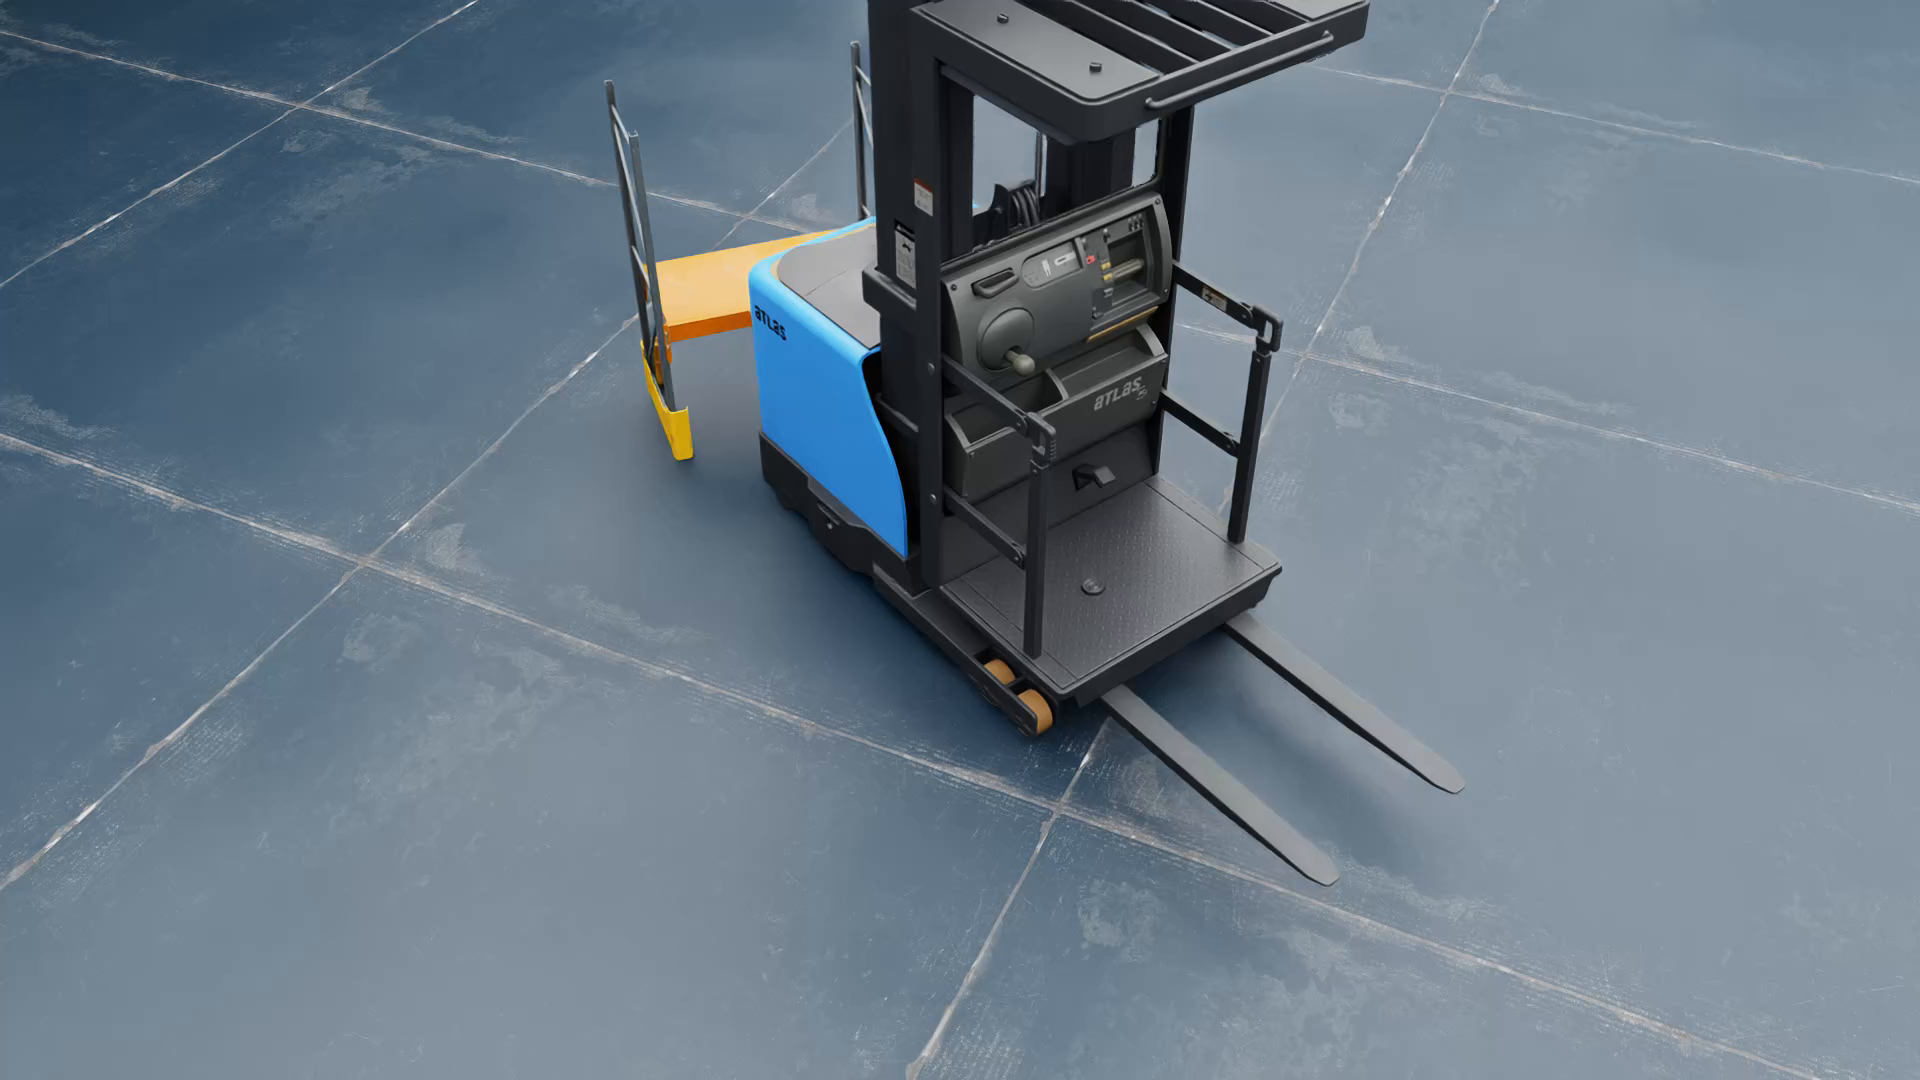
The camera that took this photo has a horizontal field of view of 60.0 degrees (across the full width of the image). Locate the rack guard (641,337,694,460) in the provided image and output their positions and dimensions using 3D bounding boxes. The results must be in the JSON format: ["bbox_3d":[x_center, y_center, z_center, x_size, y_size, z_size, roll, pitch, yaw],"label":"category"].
[{"bbox_3d":[-1.284,-0.623,7.278,0.087,0.250,0.587,-14,43,-15],"label":"rack guard"}]

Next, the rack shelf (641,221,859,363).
[{"bbox_3d":[-0.825,-1.071,7.115,1.000,0.185,0.538,-14,43,-15],"label":"rack shelf"}]

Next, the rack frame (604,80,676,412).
[{"bbox_3d":[-1.302,-1.091,6.864,0.032,1.500,0.500,-14,43,-15],"label":"rack frame"}]

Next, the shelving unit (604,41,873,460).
[{"bbox_3d":[-0.817,-1.209,7.000,1.083,1.500,0.587,-14,43,-15],"label":"shelving unit"}]

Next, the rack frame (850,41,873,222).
[{"bbox_3d":[-0.349,-1.323,7.132,0.032,1.500,0.500,-14,43,-15],"label":"rack frame"}]

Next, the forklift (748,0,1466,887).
[{"bbox_3d":[0.475,-0.778,5.410,1.130,2.935,3.031,-27,48,-28],"label":"forklift"}]
